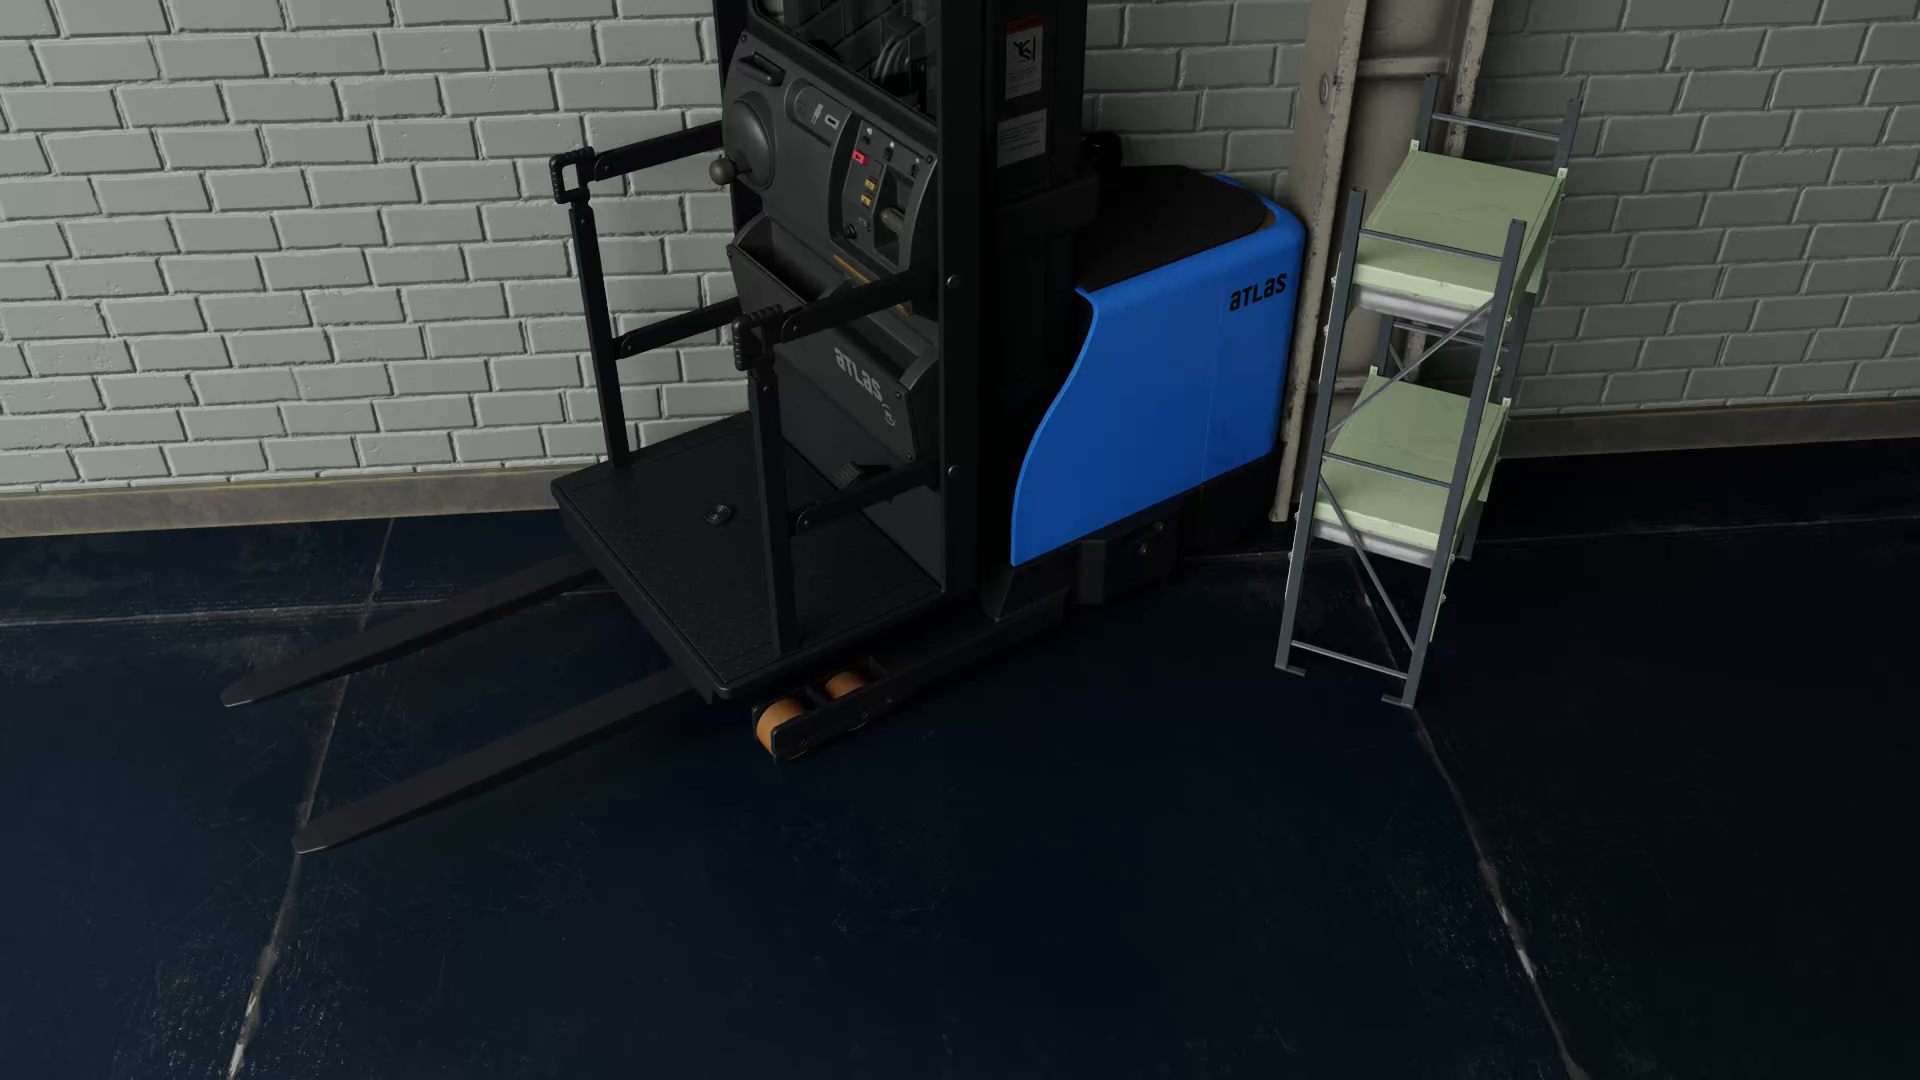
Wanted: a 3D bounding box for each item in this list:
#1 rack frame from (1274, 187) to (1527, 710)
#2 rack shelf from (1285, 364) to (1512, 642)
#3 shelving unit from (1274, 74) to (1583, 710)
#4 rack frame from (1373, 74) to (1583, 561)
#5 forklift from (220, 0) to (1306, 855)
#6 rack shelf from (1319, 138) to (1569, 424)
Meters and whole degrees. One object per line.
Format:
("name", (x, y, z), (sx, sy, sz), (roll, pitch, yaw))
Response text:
("rack frame", (1.090, -0.174, 4.260), (0.400, 1.500, 0.023), (17, 41, 20))
("rack shelf", (1.249, -0.122, 4.720), (0.431, 0.370, 0.720), (17, 41, 20))
("shelving unit", (1.249, -0.378, 4.519), (0.431, 1.500, 0.755), (17, 41, 20))
("rack frame", (1.409, -0.582, 4.777), (0.400, 1.500, 0.023), (17, 41, 20))
("forklift", (-0.513, -0.932, 4.065), (3.031, 2.935, 1.130), (-23, 44, -26))
("rack shelf", (1.249, -0.685, 4.277), (0.431, 0.370, 0.720), (17, 41, 20))
